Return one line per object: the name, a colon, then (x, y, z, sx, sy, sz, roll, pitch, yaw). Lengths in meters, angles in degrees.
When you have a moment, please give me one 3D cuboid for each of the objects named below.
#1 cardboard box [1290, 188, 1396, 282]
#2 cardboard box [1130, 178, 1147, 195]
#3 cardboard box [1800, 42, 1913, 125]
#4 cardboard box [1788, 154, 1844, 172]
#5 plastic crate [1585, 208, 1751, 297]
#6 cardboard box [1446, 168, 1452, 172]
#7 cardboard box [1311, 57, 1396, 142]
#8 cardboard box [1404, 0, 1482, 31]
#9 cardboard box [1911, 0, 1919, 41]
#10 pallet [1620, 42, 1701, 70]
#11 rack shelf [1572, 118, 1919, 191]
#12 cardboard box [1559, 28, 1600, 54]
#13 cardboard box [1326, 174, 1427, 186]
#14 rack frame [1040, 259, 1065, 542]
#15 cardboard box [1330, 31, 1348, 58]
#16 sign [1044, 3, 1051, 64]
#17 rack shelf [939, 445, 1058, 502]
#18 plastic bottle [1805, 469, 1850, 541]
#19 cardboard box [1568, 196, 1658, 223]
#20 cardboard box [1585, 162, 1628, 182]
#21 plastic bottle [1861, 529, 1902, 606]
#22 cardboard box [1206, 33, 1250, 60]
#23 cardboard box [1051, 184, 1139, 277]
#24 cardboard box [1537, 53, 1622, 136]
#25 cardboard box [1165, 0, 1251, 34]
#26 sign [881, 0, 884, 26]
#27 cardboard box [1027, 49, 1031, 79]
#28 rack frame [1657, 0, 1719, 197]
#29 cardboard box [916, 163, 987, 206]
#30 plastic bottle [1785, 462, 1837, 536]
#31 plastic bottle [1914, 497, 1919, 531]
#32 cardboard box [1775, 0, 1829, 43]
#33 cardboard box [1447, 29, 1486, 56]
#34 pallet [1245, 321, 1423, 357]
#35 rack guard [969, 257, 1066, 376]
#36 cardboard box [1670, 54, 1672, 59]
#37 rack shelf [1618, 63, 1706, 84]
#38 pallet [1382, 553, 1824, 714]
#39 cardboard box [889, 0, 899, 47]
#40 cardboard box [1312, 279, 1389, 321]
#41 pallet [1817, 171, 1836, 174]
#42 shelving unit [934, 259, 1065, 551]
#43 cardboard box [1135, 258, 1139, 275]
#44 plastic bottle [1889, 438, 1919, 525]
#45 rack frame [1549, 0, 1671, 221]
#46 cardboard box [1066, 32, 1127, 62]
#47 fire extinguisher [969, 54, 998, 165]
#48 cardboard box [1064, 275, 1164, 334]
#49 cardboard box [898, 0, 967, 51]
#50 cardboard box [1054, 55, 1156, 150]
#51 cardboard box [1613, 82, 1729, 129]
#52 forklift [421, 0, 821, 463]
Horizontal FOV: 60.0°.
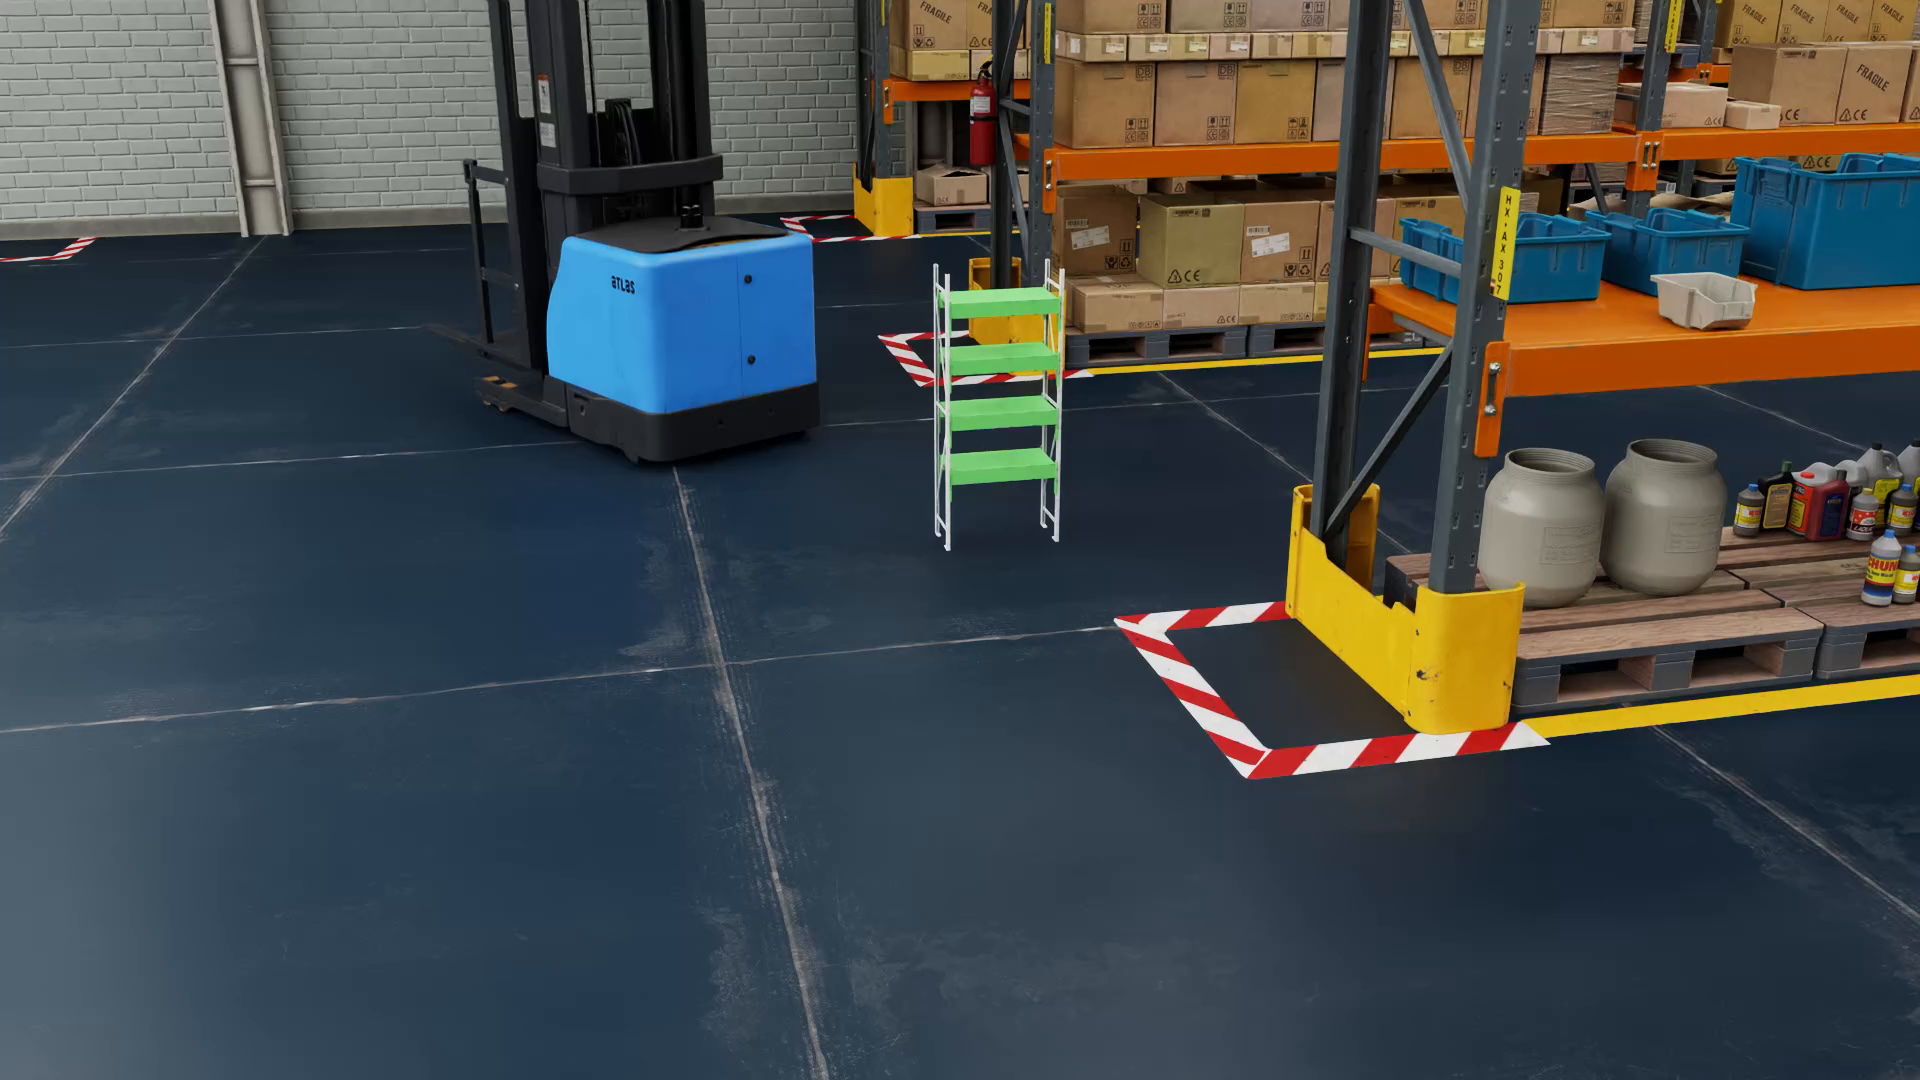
cardboard box: (2.404, -1.944, 10.556, 0.500, 0.500, 0.500, -5, 21, -12)
cardboard box: (1.559, -3.322, 15.528, 0.250, 0.149, 0.380, -6, 21, -17)
cardboard box: (6.015, -3.100, 11.270, 0.500, 0.500, 0.500, -5, 21, -12)
cardboard box: (8.612, -4.160, 16.824, 0.750, 0.750, 0.750, -5, 21, -13)
plastic crate: (2.558, -1.061, 6.065, 0.408, 0.251, 0.499, -5, 21, -12)
cardboard box: (4.830, -3.755, 16.200, 0.500, 0.500, 0.700, -4, 21, -12)
cardboard box: (2.334, -2.803, 10.459, 0.500, 0.500, 0.700, -4, 21, -11)
cardboard box: (2.854, -3.455, 10.354, 0.500, 0.500, 0.700, -5, 21, -12)
cardboard box: (9.529, -5.202, 16.547, 0.500, 0.500, 0.500, -5, 21, -12)
pallet: (6.344, -4.708, 16.086, 1.003, 0.211, 1.213, -5, 21, -12)
rack shelf: (6.210, -2.737, 11.470, 4.000, 0.370, 1.077, -5, 21, -12)
cardboard box: (3.807, -3.156, 10.479, 0.250, 0.149, 0.380, -5, 21, -14)
cardboard box: (2.767, -2.163, 11.156, 0.500, 0.500, 0.500, -5, 21, -12)
rack frame: (0.399, -0.596, 7.197, 0.015, 1.200, 0.240, -5, 21, -12)
cardboard box: (2.298, -3.031, 10.141, 0.250, 0.149, 0.380, -4, 21, -12)
sign: (0.493, -2.857, 9.379, 0.005, 0.325, 0.100, -5, 21, -12)
rack shelf: (0.161, -0.291, 7.249, 0.480, 0.148, 0.258, -5, 21, -12)
plastic bottle: (3.470, -0.140, 6.644, 0.133, 0.283, 0.061, -5, 21, -12)
cardboard box: (4.592, -2.214, 11.568, 0.500, 0.311, 0.500, -5, 21, -12)
cardboard box: (6.324, -3.849, 16.456, 0.500, 0.500, 0.700, -4, 21, -12)
plastic bottle: (3.343, 0.094, 6.024, 0.097, 0.271, 0.097, 0, 20, 0)
cardboard box: (1.548, -2.970, 9.974, 0.250, 0.149, 0.380, -5, 21, -13)
cardboard box: (0.824, -2.000, 10.710, 0.500, 0.500, 0.500, -5, 21, -12)
cardboard box: (3.833, -2.926, 10.796, 0.500, 0.500, 0.700, -5, 21, -14)
cardboard box: (1.390, -3.336, 10.029, 0.500, 0.500, 0.700, -5, 21, -14)
sign: (-0.648, -4.482, 13.931, 0.005, 0.325, 0.100, -5, 21, -12)
cardboard box: (0.774, -4.213, 14.643, 0.500, 0.250, 0.500, -5, 21, -13)
rack frame: (7.013, -4.891, 16.304, 0.127, 3.000, 1.000, -5, 21, -12)
cardboard box: (-0.079, -3.226, 15.030, 0.500, 0.311, 0.500, -7, 21, -19)
plastic bottle: (3.445, -0.172, 6.743, 0.135, 0.276, 0.152, -4, 21, -12)
plastic bottle: (3.980, -0.164, 6.722, 0.135, 0.276, 0.152, -5, 21, -12)
cardboard box: (8.056, -5.078, 16.208, 0.500, 0.500, 0.500, -4, 20, -11)
cardboard box: (3.057, -3.094, 10.313, 0.250, 0.149, 0.380, -5, 21, -13)
pallet: (2.290, -1.460, 10.994, 1.213, 0.211, 1.003, -5, 21, -12)
rack guard: (0.347, -1.424, 10.475, 0.348, 0.500, 1.175, -5, 21, -12)
cardboard box: (7.270, -4.894, 16.649, 0.250, 0.149, 0.380, -4, 21, -12)
rack shelf: (5.066, -4.394, 15.996, 4.000, 0.370, 1.077, -5, 21, -12)
pallet: (2.362, 0.284, 6.233, 1.213, 0.211, 1.003, -5, 21, -12)
cardboard box: (-0.363, -4.657, 14.765, 0.500, 0.500, 0.500, -5, 21, -13)
cardboard box: (2.404, -1.592, 10.686, 0.500, 0.250, 0.500, -5, 21, -12)
pallet: (8.982, -3.714, 17.146, 1.213, 0.211, 1.003, -5, 21, -12)
shelving unit: (0.161, -0.576, 7.144, 0.503, 1.200, 0.258, -5, 21, -12)
cardboard box: (1.308, -1.691, 10.956, 0.500, 0.250, 0.500, -5, 21, -12)
plastic bottle: (3.921, -0.247, 6.839, 0.185, 0.351, 0.144, -5, 21, -13)
rack frame: (4.263, -2.916, 10.914, 0.127, 3.000, 1.000, -5, 21, -12)
cardboard box: (0.802, -2.910, 9.809, 0.250, 0.149, 0.380, -5, 21, -13)
fire extinguisher: (0.149, -2.709, 10.462, 0.183, 0.674, 0.296, -5, 21, -12)
cardboard box: (0.944, -1.474, 10.363, 0.500, 0.250, 0.500, -5, 21, -12)
cardboard box: (-0.239, -4.486, 14.298, 0.500, 0.500, 0.500, -5, 21, -12)
cardboard box: (0.828, -2.679, 10.122, 0.500, 0.500, 0.700, -5, 21, -12)
cardboard box: (4.732, -2.899, 11.086, 0.500, 0.250, 0.500, -3, 20, -9)
forklift: (-2.087, -2.186, 9.022, 1.130, 2.935, 3.031, -17, 26, -39)
